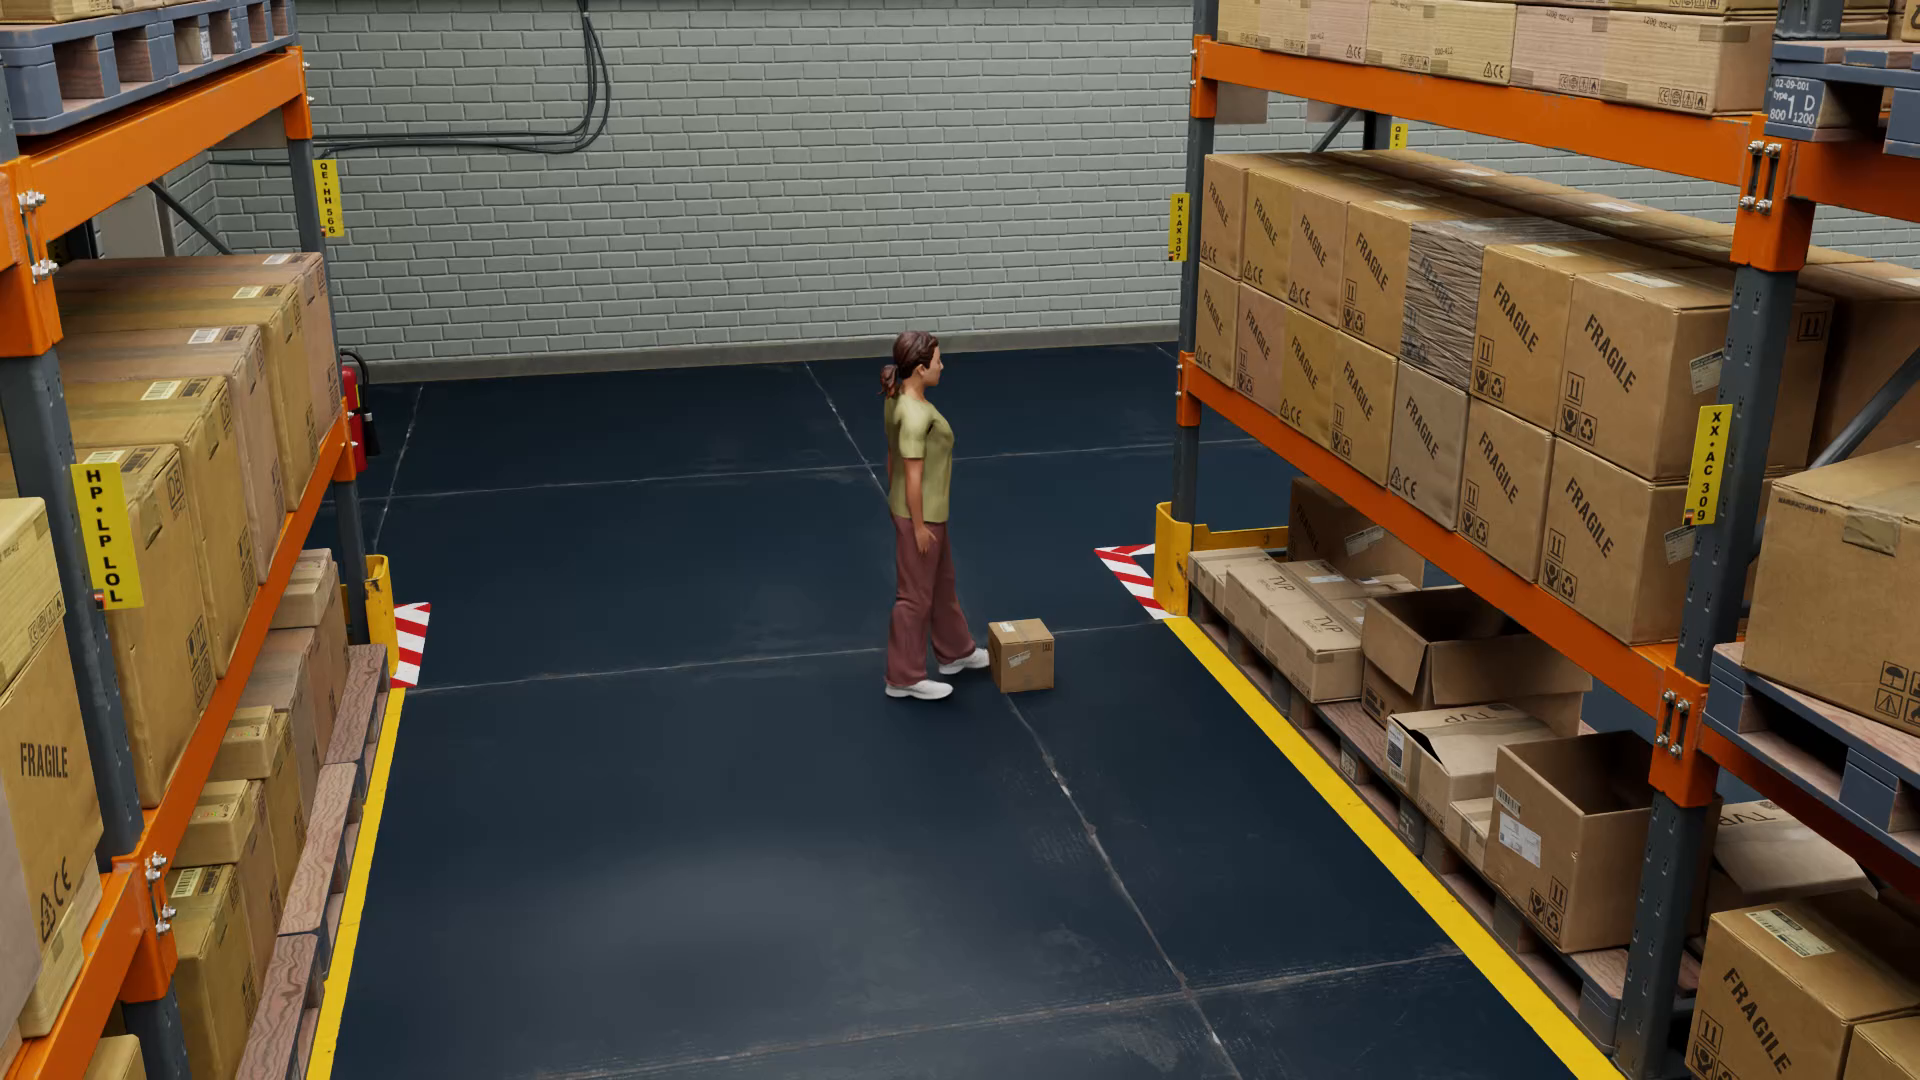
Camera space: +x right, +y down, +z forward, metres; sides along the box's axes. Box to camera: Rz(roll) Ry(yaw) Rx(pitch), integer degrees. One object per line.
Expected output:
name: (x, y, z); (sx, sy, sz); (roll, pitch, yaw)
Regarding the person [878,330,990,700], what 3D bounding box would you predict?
person: (-0.070, -0.118, 7.384); (0.600, 1.670, 0.476); (-5, 20, -12)
